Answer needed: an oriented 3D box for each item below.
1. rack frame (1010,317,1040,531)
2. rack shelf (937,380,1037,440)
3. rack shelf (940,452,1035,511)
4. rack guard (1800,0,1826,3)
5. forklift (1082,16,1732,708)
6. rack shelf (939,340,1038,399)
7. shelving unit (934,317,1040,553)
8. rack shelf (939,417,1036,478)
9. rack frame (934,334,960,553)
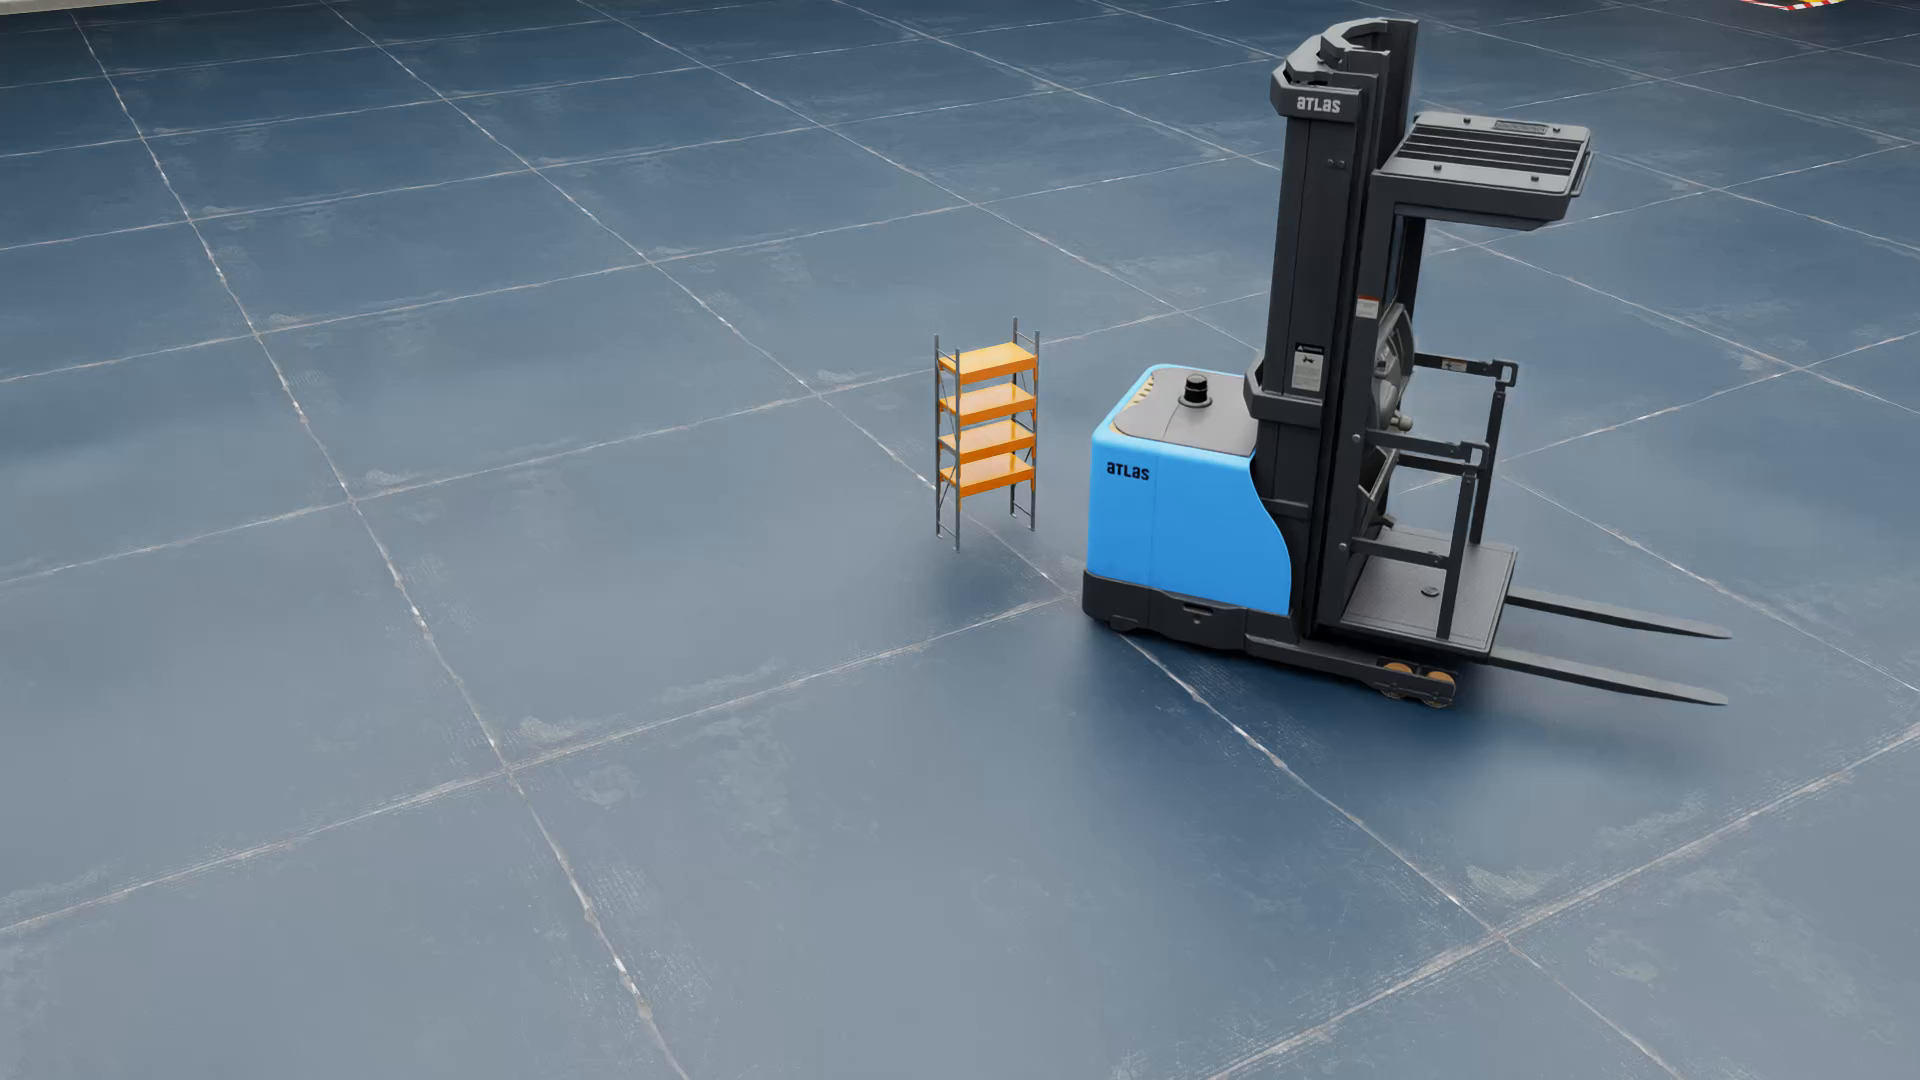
[{"bbox_3d":[0.353,-0.626,9.142,0.015,1.200,0.240,-16,33,-26],"label":"rack frame"},{"bbox_3d":[0.143,-0.703,8.958,0.480,0.148,0.258,-16,33,-26],"label":"rack shelf"},{"bbox_3d":[0.143,-0.333,9.162,0.480,0.148,0.258,-16,33,-26],"label":"rack shelf"},{"bbox_3d":[11.276,-7.704,22.692,0.348,0.500,1.175,-16,33,-26],"label":"rack guard"},{"bbox_3d":[2.185,-0.788,7.644,3.031,2.935,1.130,12,31,20],"label":"forklift"},{"bbox_3d":[0.143,-0.910,8.844,0.480,0.148,0.258,-16,33,-26],"label":"rack shelf"},{"bbox_3d":[0.143,-0.566,9.034,0.503,1.200,0.258,-16,33,-26],"label":"shelving unit"},{"bbox_3d":[0.143,-0.507,9.066,0.480,0.148,0.258,-16,33,-26],"label":"rack shelf"},{"bbox_3d":[-0.068,-0.506,8.925,0.015,1.200,0.240,-16,33,-26],"label":"rack frame"}]
